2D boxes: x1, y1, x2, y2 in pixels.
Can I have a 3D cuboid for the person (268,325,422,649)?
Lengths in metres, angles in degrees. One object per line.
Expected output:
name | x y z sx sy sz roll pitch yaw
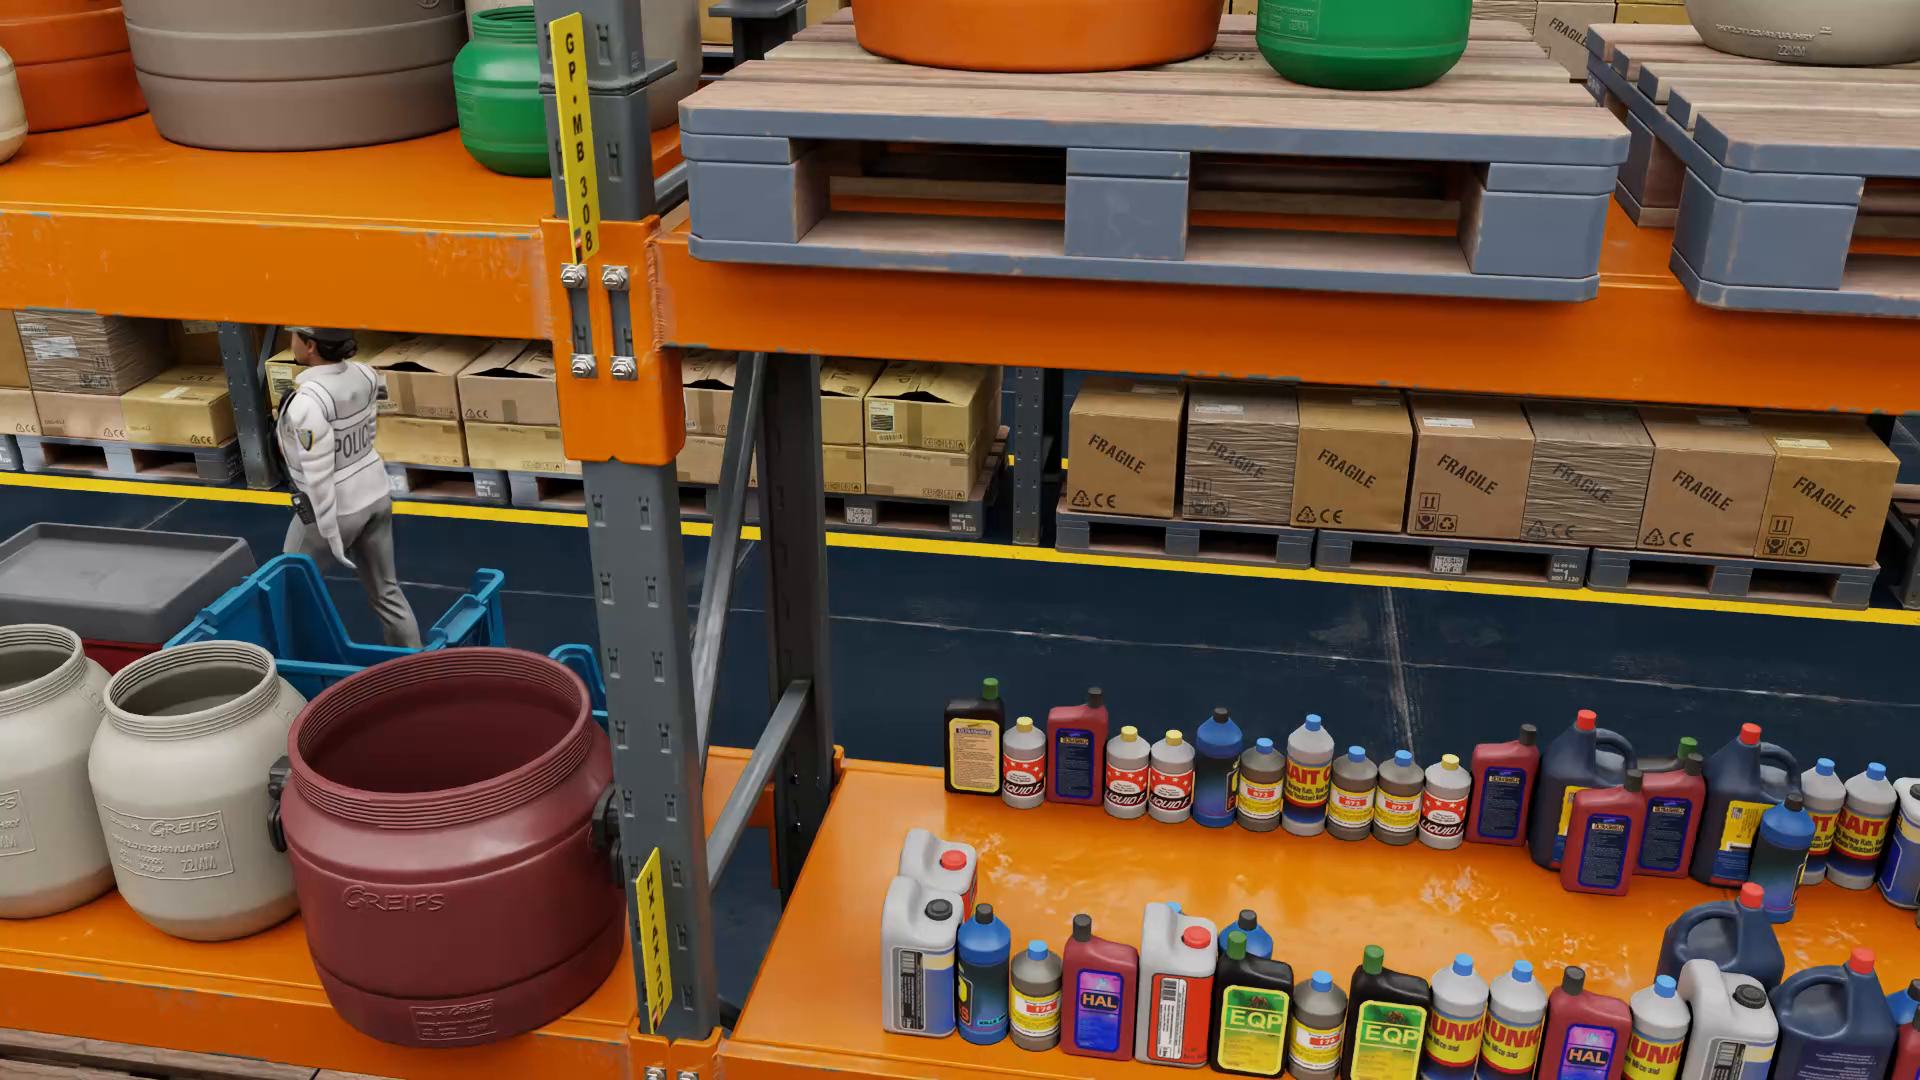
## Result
person | -2.378 -0.096 6.314 0.585 1.747 0.491 9 27 18
